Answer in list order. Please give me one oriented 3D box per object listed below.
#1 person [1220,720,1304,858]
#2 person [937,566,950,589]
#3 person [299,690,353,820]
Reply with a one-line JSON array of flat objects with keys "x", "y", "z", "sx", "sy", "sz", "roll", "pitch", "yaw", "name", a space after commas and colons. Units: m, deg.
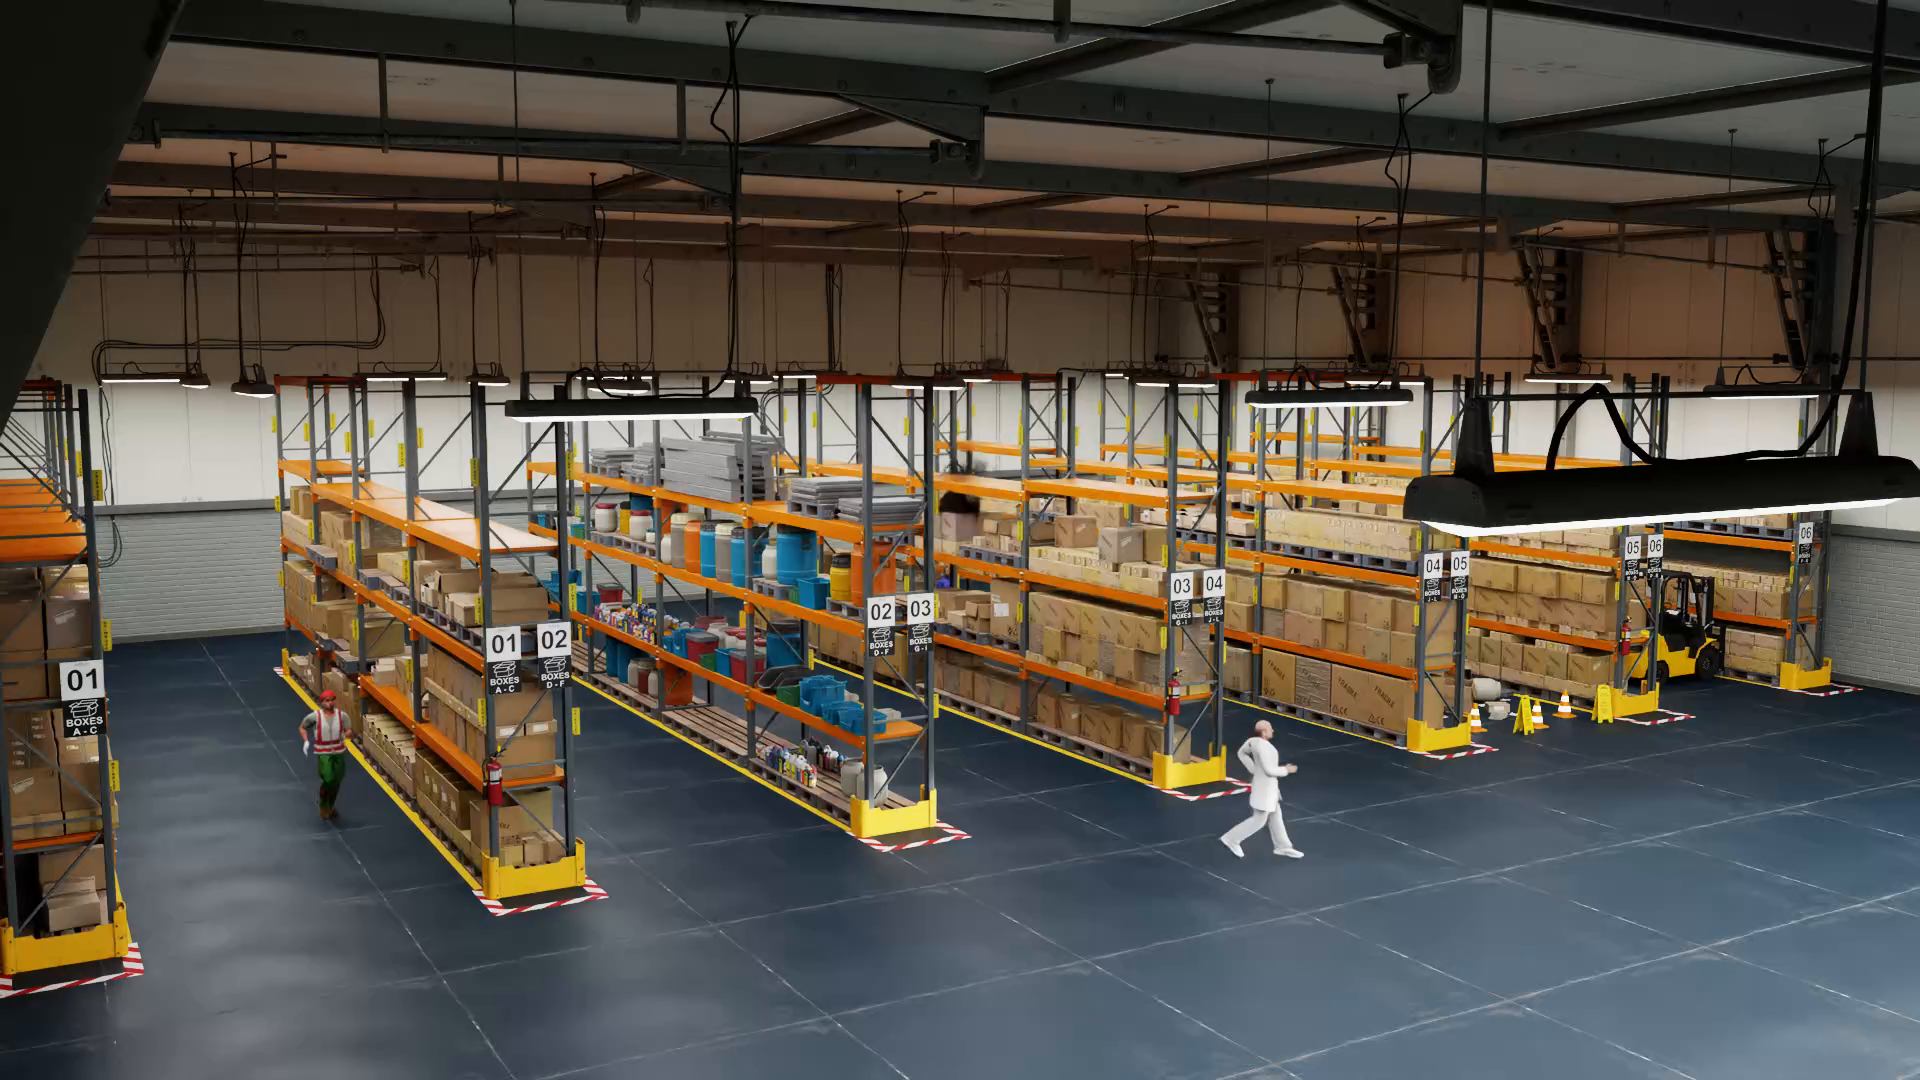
[{"x": 3.809, "y": 3.136, "z": 20.887, "sx": 1.070, "sy": 1.773, "sz": 0.707, "roll": 0, "pitch": 6, "yaw": 0, "name": "person"}, {"x": -0.237, "y": 1.409, "z": 37.631, "sx": 0.567, "sy": 1.611, "sz": 0.557, "roll": -3, "pitch": 7, "yaw": -28, "name": "person"}, {"x": -8.646, "y": 2.947, "z": 22.822, "sx": 0.640, "sy": 1.785, "sz": 0.697, "roll": -5, "pitch": 8, "yaw": -38, "name": "person"}]
